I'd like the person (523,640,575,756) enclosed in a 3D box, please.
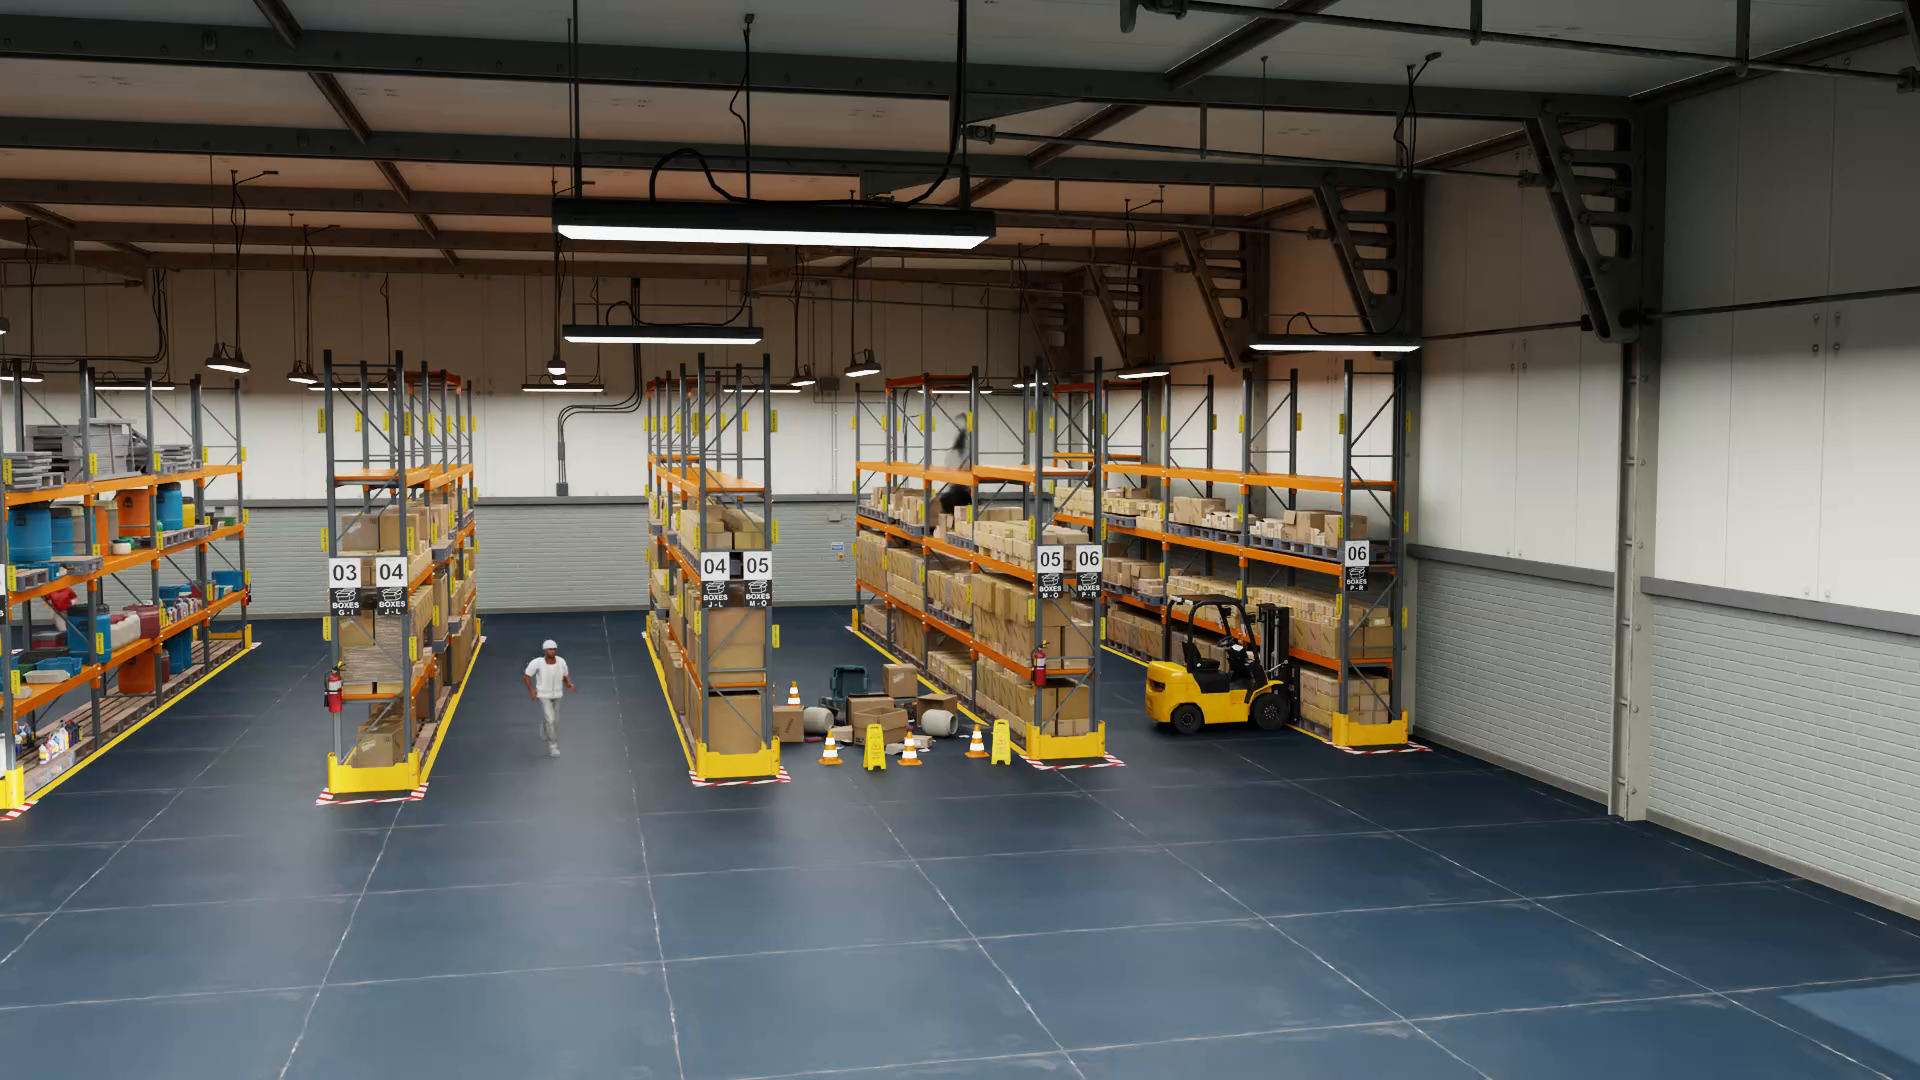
[{"bbox_3d":[-6.300,2.379,25.356,0.684,1.736,0.856,-3,5,-38],"label":"person"}]

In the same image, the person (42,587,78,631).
[{"bbox_3d":[-19.409,1.672,35.942,0.660,1.756,0.703,-3,5,-40],"label":"person"}]
